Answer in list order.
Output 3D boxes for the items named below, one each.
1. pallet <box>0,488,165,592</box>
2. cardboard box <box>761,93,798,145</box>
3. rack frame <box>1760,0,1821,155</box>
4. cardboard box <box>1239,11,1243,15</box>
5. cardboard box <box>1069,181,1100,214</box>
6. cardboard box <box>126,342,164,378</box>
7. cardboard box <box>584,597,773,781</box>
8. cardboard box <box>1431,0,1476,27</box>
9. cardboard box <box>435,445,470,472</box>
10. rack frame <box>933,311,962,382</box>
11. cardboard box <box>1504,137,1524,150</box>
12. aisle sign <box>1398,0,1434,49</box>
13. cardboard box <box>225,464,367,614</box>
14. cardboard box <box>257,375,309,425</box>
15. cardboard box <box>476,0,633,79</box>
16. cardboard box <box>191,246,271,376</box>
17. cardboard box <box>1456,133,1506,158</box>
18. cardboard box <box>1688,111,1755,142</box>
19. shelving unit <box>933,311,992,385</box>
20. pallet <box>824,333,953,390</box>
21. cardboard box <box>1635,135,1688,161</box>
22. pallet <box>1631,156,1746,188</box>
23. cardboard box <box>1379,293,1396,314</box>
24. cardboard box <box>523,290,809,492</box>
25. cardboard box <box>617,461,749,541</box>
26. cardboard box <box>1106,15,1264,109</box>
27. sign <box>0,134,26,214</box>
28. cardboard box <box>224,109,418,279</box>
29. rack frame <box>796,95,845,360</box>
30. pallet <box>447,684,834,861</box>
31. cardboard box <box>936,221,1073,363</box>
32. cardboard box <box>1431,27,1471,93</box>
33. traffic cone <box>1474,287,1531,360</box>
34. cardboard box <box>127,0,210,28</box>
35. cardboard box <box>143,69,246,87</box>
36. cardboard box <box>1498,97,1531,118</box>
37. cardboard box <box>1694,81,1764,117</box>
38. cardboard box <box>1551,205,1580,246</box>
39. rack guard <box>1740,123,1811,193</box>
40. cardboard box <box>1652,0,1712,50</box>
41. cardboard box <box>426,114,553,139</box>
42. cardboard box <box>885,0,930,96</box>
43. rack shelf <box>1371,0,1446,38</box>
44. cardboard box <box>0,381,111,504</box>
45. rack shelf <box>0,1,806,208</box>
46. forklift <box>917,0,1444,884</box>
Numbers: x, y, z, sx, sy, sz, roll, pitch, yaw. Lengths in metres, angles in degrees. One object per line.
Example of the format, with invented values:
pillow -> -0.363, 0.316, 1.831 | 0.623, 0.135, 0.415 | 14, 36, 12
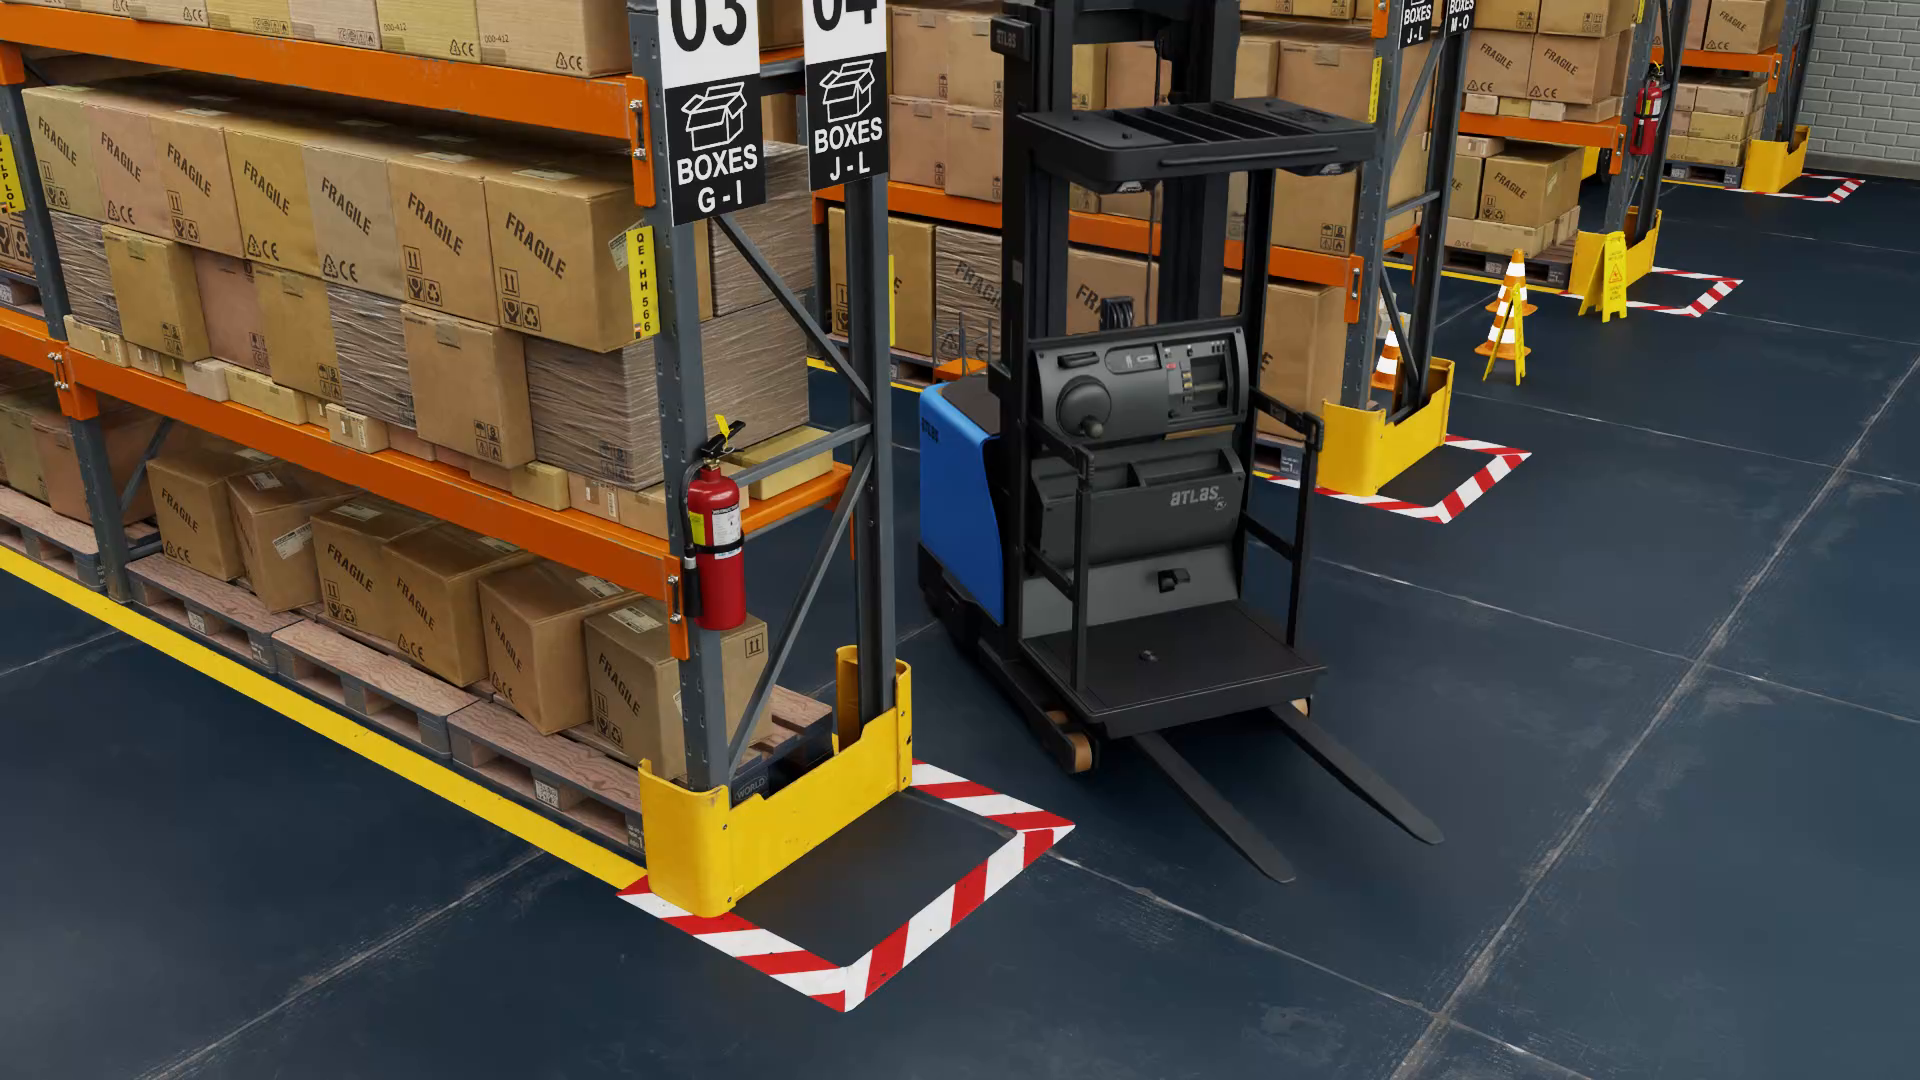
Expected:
pallet -> -4.415, -0.141, 8.807 | 1.213, 0.211, 1.003 | 17, 29, 33
cardboard box -> -1.313, -2.890, 11.466 | 0.500, 0.500, 0.500 | 17, 29, 33
rack frame -> 8.328, -5.061, 16.517 | 0.127, 3.000, 1.000 | 17, 29, 33
cardboard box -> 2.338, -4.412, 14.550 | 0.500, 0.500, 0.500 | 17, 29, 33
cardboard box -> 0.867, -2.398, 10.286 | 0.500, 0.550, 0.875 | 17, 29, 33
cardboard box -> -3.390, -0.849, 7.268 | 0.250, 0.149, 0.380 | 17, 29, 33
cardboard box -> -1.080, 0.534, 6.398 | 0.500, 0.500, 0.500 | -20, 31, -38
cardboard box -> 3.944, -4.366, 13.207 | 0.500, 0.500, 0.700 | 16, 29, 33
cardboard box -> -1.738, -0.393, 6.233 | 0.250, 0.149, 0.380 | 17, 29, 33
rack frame -> -0.062, -0.568, 8.550 | 0.006, 1.200, 0.240 | 17, 29, 33
cardboard box -> 4.434, -3.151, 14.140 | 0.500, 0.500, 0.500 | 16, 28, 31
aisle sign -> 2.343, -2.913, 8.417 | 0.004, 0.787, 0.394 | 17, 29, 33
cardboard box -> -3.032, -0.031, 7.681 | 0.500, 0.500, 0.500 | -16, 28, -31
cardboard box -> -2.591, -0.606, 6.718 | 0.250, 0.149, 0.380 | 17, 29, 33
cardboard box -> -1.128, -1.600, 5.128 | 0.500, 0.250, 0.500 | 18, 29, 34
cardboard box -> -2.628, -1.061, 6.946 | 0.500, 0.500, 0.875 | 17, 29, 33
cardboard box -> 4.222, -3.210, 13.469 | 0.250, 0.149, 0.380 | 18, 29, 35
cardboard box -> 7.751, -4.241, 16.924 | 0.500, 0.250, 0.500 | 16, 29, 33
shelving unit -> 0.012, -0.546, 8.500 | 0.189, 1.200, 0.258 | 17, 29, 33
pallet -> -0.174, -1.320, 11.483 | 1.213, 0.211, 1.003 | 17, 29, 33
cardboard box -> 7.370, -4.130, 17.293 | 0.500, 0.250, 0.500 | 17, 29, 33
pallet -> 7.691, -3.957, 17.468 | 1.213, 0.211, 1.003 | 17, 29, 33
cardboard box -> 3.094, -1.819, 12.695 | 0.380, 0.149, 0.250 | -10, 26, -21
cardboard box -> -1.014, -0.585, 5.865 | 0.500, 0.500, 0.875 | 17, 29, 33
cardboard box -> -0.942, -0.149, 5.679 | 0.250, 0.149, 0.380 | 17, 29, 33
cardboard box -> 1.330, -2.785, 9.825 | 0.550, 0.550, 0.875 | 17, 29, 33
sign -> -4.121, -1.579, 7.177 | 0.005, 0.325, 0.100 | 17, 29, 33
cardboard box -> -2.376, -1.319, 6.290 | 0.500, 0.500, 0.500 | 17, 29, 33
rack frame -> -0.735, -2.805, 11.395 | 0.127, 3.000, 1.000 | 17, 29, 33
pallet -> -1.280, 0.788, 6.699 | 1.213, 0.211, 1.003 | 17, 29, 33
cardboard box -> 0.450, -1.633, 10.851 | 0.875, 0.875, 0.875 | 17, 29, 34
cardboard box -> 3.958, -3.928, 13.452 | 0.500, 0.500, 0.500 | 17, 29, 33
traffic cone -> 3.842, -1.545, 11.684 | 0.334, 0.463, 0.336 | 17, 29, 33
cardboard box -> -2.767, -2.092, 6.243 | 0.500, 0.250, 0.500 | 16, 28, 31
cardboard box -> -3.266, -1.848, 7.492 | 0.500, 0.500, 0.500 | 17, 29, 33
cardboard box -> 4.464, -3.460, 13.194 | 0.250, 0.149, 0.380 | 16, 29, 32
cardboard box -> 7.772, -4.463, 16.809 | 0.500, 0.250, 0.500 | 18, 29, 35
cardboard box -> 4.874, -2.677, 13.995 | 0.500, 0.250, 0.500 | 17, 29, 33
rack guard -> 8.347, -3.912, 17.008 | 0.348, 0.500, 1.175 | 17, 29, 33
cardboard box -> 7.367, -5.270, 16.866 | 0.500, 0.500, 0.500 | 18, 29, 35
cardboard box -> -1.663, -1.366, 6.396 | 0.500, 0.500, 0.500 | 17, 29, 33
cardboard box -> -0.460, -3.267, 10.920 | 0.550, 0.550, 0.875 | 17, 29, 33
rack shelf -> 0.865, -3.365, 9.838 | 4.000, 0.370, 1.077 | 17, 29, 33
cardboard box -> -4.639, -0.563, 8.862 | 0.500, 0.500, 0.700 | 17, 29, 33
rack shelf -> -2.190, -1.789, 6.261 | 4.000, 0.370, 1.077 | 17, 29, 33
forklift -> 0.818, -0.602, 6.481 | 1.130, 2.935, 3.031 | -9, 25, -20
